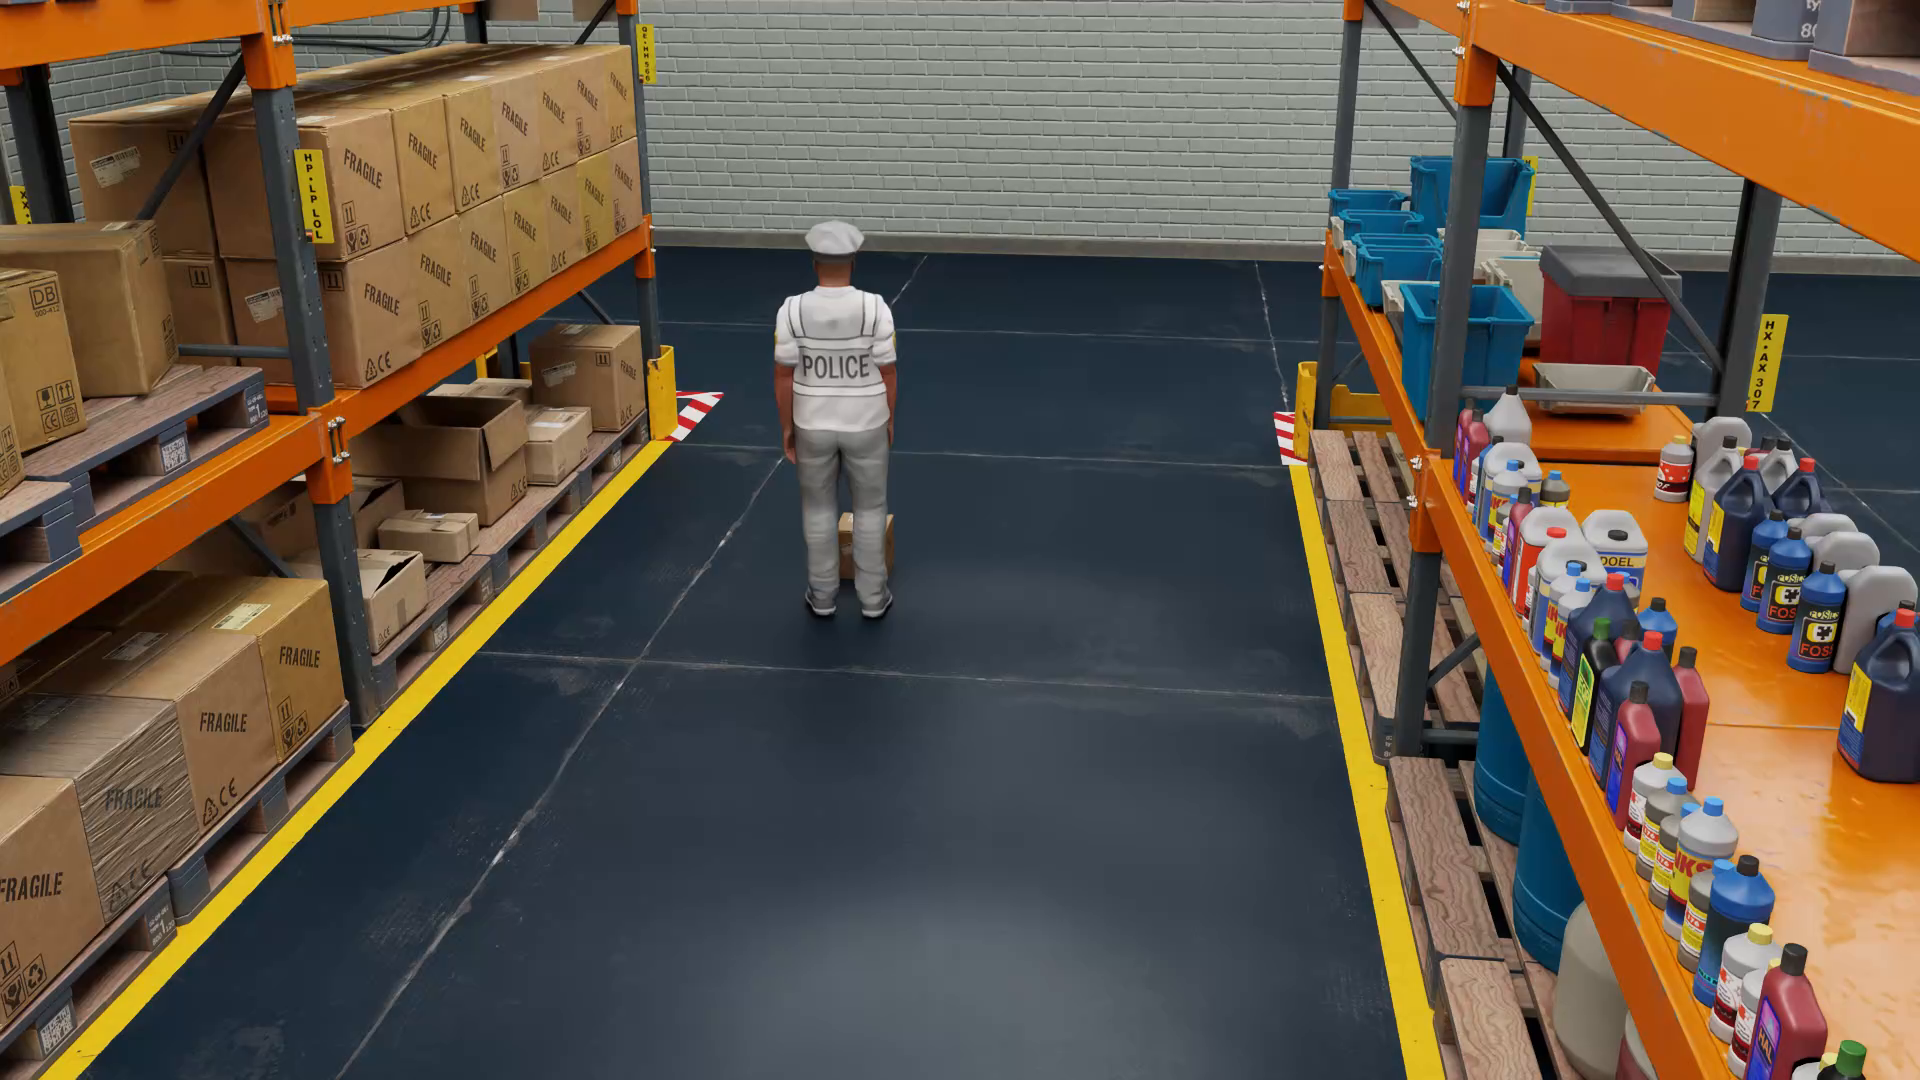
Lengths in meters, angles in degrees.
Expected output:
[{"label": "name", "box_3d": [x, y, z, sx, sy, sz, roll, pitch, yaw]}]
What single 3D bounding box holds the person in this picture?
[{"label": "person", "box_3d": [-0.537, -0.518, 7.332, 0.532, 1.773, 0.392, 1, 21, 2]}]
